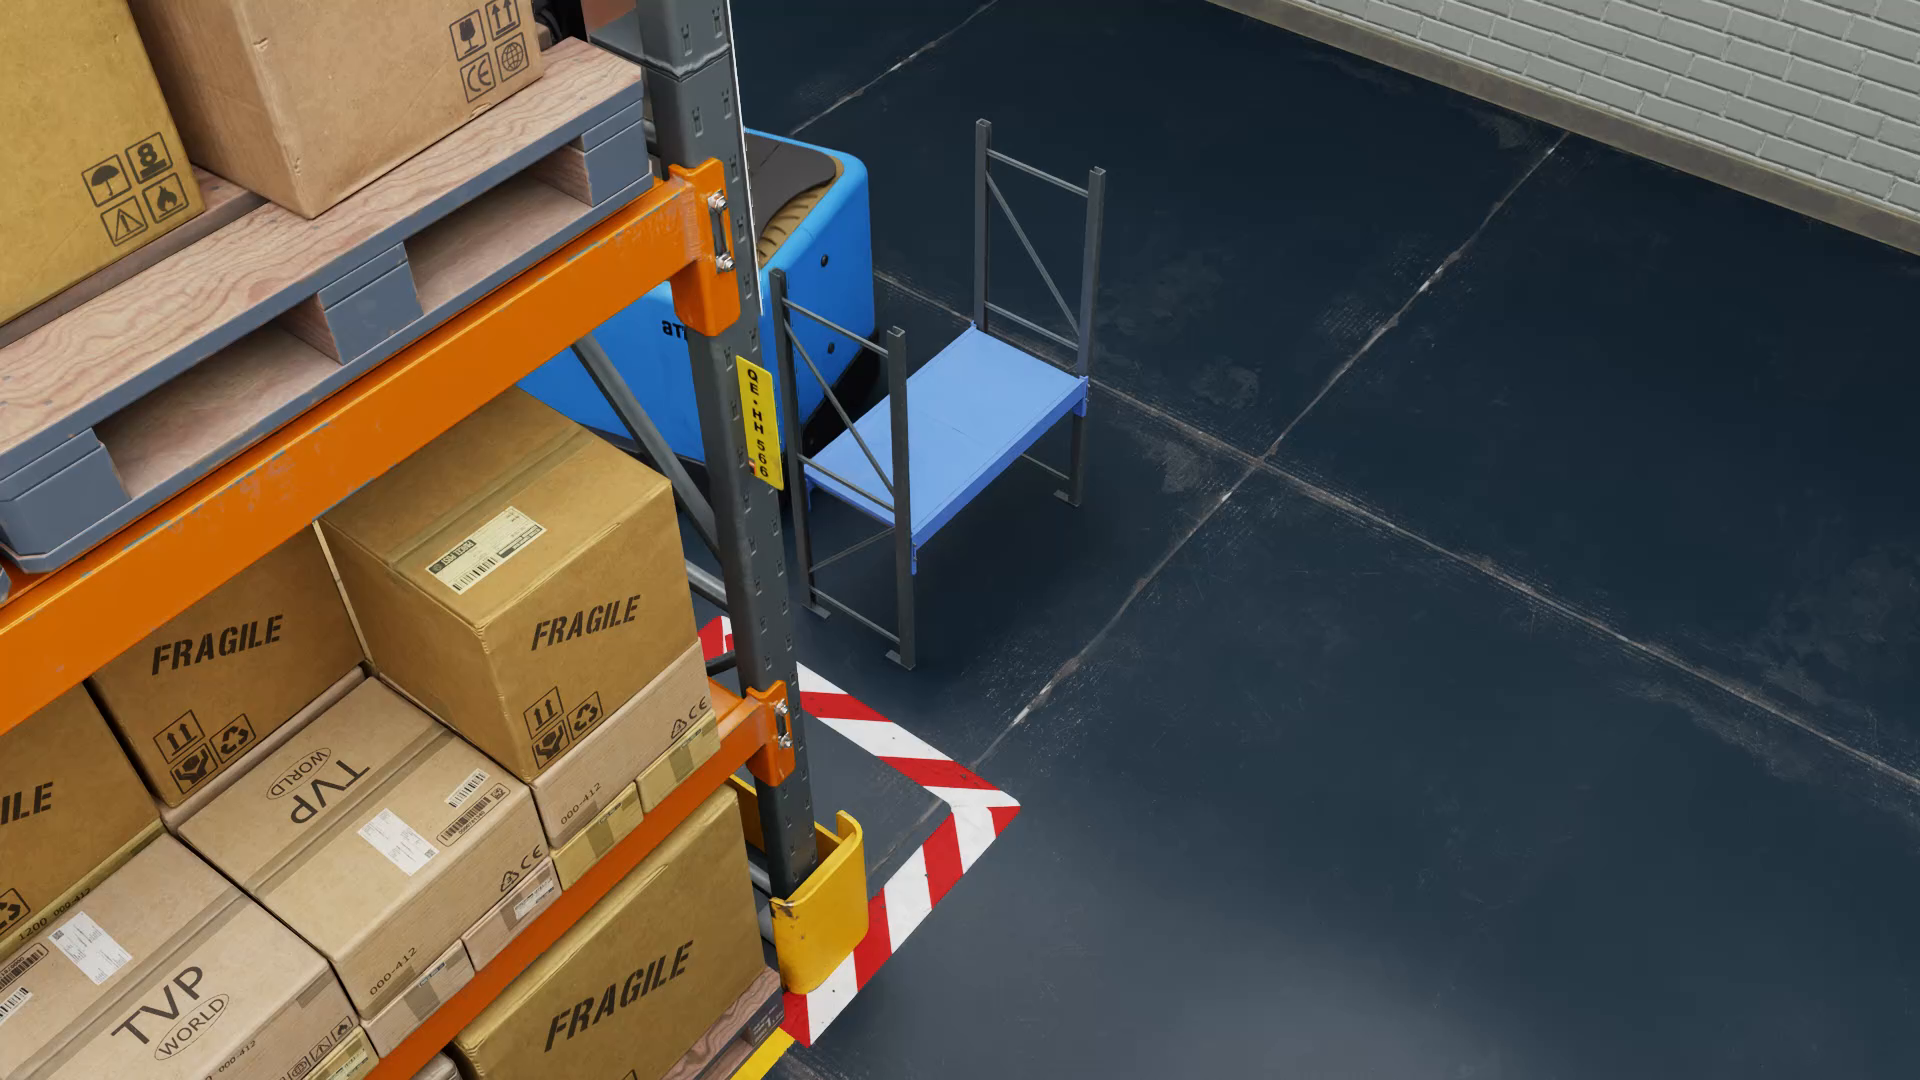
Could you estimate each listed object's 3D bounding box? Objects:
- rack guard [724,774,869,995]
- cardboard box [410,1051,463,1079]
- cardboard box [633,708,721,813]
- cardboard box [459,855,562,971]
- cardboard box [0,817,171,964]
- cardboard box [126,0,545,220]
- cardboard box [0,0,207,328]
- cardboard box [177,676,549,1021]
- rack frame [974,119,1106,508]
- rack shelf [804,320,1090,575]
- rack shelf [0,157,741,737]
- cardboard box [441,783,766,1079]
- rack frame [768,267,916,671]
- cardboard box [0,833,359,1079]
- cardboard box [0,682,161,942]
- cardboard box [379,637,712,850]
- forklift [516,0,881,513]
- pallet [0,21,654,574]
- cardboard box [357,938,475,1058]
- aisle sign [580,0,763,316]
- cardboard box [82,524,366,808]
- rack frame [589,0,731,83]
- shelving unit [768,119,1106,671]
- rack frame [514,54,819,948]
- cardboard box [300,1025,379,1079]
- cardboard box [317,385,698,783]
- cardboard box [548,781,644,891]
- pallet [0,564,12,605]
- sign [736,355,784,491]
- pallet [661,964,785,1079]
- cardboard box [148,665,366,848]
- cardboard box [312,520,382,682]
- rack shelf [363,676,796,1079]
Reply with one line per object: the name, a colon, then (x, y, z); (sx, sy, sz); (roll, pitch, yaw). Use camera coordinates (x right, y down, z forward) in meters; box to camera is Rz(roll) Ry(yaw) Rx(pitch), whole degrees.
rack guard: (-0.821, 0.845, 5.097); (1.175, 0.500, 0.348); (29, 53, 25)
cardboard box: (-1.720, 1.506, 3.916); (0.875, 0.875, 0.875); (29, 53, 25)
cardboard box: (-0.793, 0.431, 3.937); (0.380, 0.149, 0.250); (30, 53, 26)
cardboard box: (-1.106, 0.725, 3.657); (0.380, 0.149, 0.250); (29, 53, 25)
cardboard box: (-1.966, 0.686, 3.418); (0.500, 0.250, 0.500); (28, 52, 24)
cardboard box: (-1.111, -0.934, 2.564); (0.700, 0.500, 0.500); (26, 52, 23)
cardboard box: (-1.551, -0.665, 2.308); (0.700, 0.500, 0.500); (27, 52, 24)
cardboard box: (-1.233, 0.629, 3.473); (0.500, 0.250, 0.500); (28, 53, 24)
rack frame: (0.259, -0.760, 5.939); (0.500, 1.500, 0.032); (29, 53, 25)
rack shelf: (-0.052, -0.345, 5.791); (0.538, 0.185, 1.000); (29, 53, 25)
rack shelf: (-2.059, 0.352, 2.262); (1.077, 0.370, 4.000); (29, 53, 25)
cardboard box: (-1.164, 0.986, 4.413); (0.875, 0.875, 0.875); (29, 53, 25)
rack frame: (-0.363, -0.178, 5.383); (0.500, 1.500, 0.032); (29, 53, 25)
cardboard box: (-1.544, 0.920, 3.194); (0.500, 0.250, 0.500); (27, 52, 24)
cardboard box: (-1.961, 0.426, 3.148); (0.500, 0.500, 0.500); (28, 52, 24)
cardboard box: (-0.922, 0.339, 3.750); (0.500, 0.250, 0.500); (28, 53, 24)
forklift: (-1.888, -1.787, 5.930); (3.031, 2.935, 1.130); (18, 49, 16)
pallet: (-1.281, -0.581, 2.718); (1.003, 0.211, 1.213); (29, 53, 25)
cardboard box: (-1.259, 0.867, 3.521); (0.380, 0.149, 0.250); (30, 53, 26)
aisle sign: (-0.554, -0.811, 3.153); (0.394, 0.787, 0.004); (29, 53, 25)
cardboard box: (-1.649, 0.127, 3.434); (0.500, 0.500, 0.500); (28, 52, 24)
rack frame: (-0.836, -2.077, 2.011); (1.000, 3.000, 0.127); (29, 53, 25)
shelving unit: (-0.052, -0.469, 5.661); (0.538, 1.500, 1.048); (29, 53, 25)
rack frame: (-0.836, -0.005, 4.180); (1.000, 3.000, 0.127); (29, 53, 25)
cardboard box: (-1.416, 1.016, 3.378); (0.380, 0.149, 0.250); (28, 52, 24)
cardboard box: (-0.926, 0.080, 3.478); (0.500, 0.500, 0.500); (30, 53, 25)
cardboard box: (-0.951, 0.581, 3.794); (0.380, 0.149, 0.250); (30, 53, 25)
pallet: (-2.027, 0.120, 2.048); (1.003, 0.211, 1.213); (29, 53, 25)
sign: (-0.415, -0.239, 3.439); (0.100, 0.325, 0.005); (29, 53, 25)
pallet: (-1.263, 1.451, 4.718); (1.003, 0.211, 1.213); (29, 53, 25)
cardboard box: (-1.655, 0.400, 3.691); (0.500, 0.250, 0.500); (29, 53, 25)
cardboard box: (-1.343, 0.100, 3.978); (0.500, 0.250, 0.500); (28, 52, 24)
rack shelf: (-2.059, 1.388, 3.347); (1.077, 0.370, 4.000); (29, 53, 25)
